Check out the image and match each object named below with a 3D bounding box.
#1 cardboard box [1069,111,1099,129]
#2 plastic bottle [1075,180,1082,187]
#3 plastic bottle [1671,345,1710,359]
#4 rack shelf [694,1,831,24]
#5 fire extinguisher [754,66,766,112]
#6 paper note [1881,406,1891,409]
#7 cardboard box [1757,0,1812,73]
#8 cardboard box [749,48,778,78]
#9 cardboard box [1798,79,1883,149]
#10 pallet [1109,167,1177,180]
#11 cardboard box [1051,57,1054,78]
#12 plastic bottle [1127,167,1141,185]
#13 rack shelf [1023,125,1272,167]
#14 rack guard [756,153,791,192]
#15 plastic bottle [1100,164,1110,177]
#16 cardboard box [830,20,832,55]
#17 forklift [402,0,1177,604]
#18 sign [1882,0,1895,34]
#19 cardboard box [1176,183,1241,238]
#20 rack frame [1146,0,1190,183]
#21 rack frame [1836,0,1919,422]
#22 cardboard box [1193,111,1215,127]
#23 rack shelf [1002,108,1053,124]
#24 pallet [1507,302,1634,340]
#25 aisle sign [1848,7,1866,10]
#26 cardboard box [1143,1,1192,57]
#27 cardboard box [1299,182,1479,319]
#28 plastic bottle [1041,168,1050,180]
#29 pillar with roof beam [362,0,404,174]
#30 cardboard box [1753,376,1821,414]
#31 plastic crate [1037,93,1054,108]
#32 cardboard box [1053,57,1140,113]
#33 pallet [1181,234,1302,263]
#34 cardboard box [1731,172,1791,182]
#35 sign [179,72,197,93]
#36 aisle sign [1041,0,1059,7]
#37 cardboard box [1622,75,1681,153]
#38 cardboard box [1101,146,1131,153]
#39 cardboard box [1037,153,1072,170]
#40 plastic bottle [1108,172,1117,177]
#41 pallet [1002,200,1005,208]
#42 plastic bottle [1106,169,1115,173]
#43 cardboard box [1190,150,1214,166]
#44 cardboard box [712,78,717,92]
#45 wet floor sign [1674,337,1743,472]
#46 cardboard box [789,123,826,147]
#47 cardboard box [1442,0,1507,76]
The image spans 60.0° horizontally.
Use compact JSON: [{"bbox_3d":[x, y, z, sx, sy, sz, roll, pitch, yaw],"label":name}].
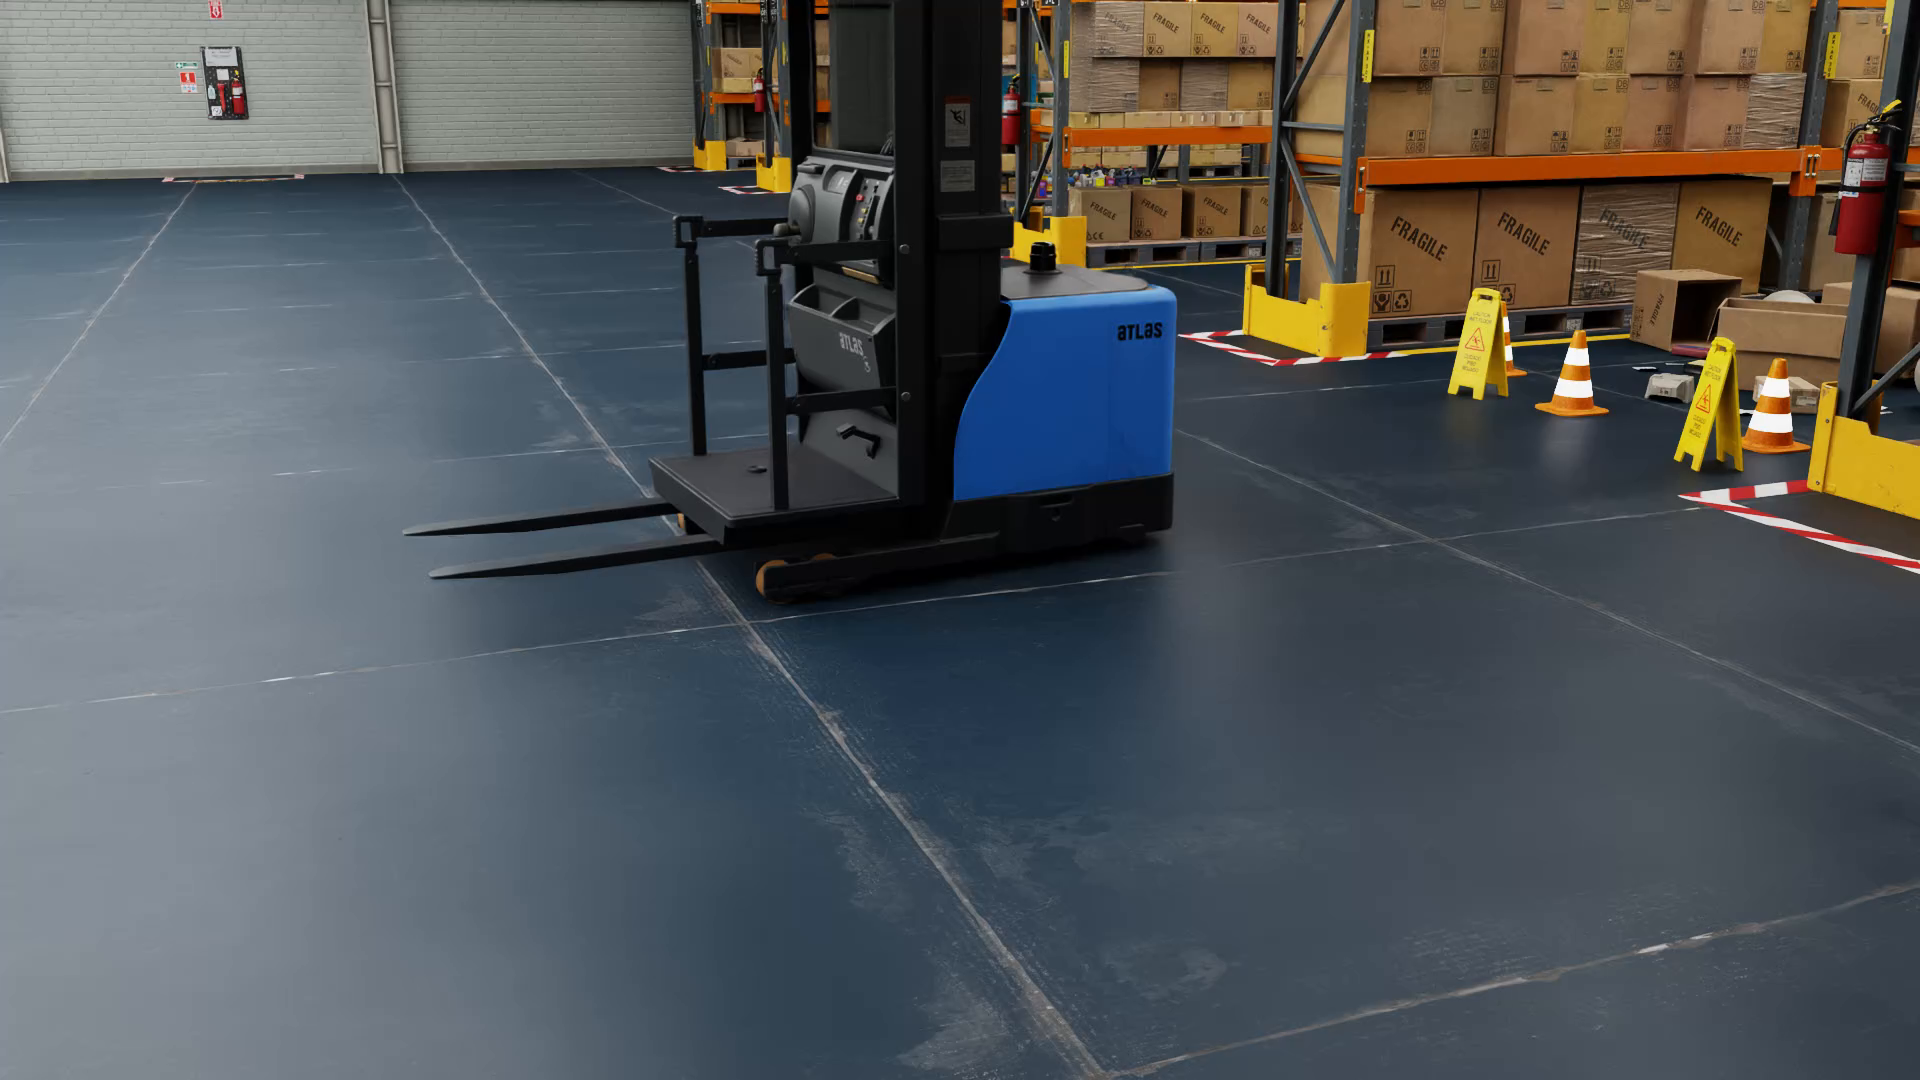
[{"bbox_3d":[1.136,-4.006,15.862,0.250,0.149,0.380,-6,17,-20],"label":"cardboard box"},{"bbox_3d":[1.515,-4.508,21.312,0.097,0.201,0.097,0,16,0],"label":"plastic bottle"},{"bbox_3d":[5.028,-1.283,11.358,0.133,0.061,0.283,-14,21,-39],"label":"plastic bottle"},{"bbox_3d":[-2.665,-9.366,29.622,4.000,0.370,1.077,-6,17,-20],"label":"rack shelf"},{"bbox_3d":[-3.033,-6.840,25.206,0.183,0.674,0.296,-6,17,-20],"label":"fire extinguisher"},{"bbox_3d":[5.348,-0.788,9.749,0.142,0.019,0.148,0,16,-1],"label":"paper note"},{"bbox_3d":[5.843,-3.811,12.568,0.550,0.550,0.875,-6,17,-20],"label":"cardboard box"},{"bbox_3d":[-3.514,-8.384,29.224,0.500,0.500,0.500,-6,17,-20],"label":"cardboard box"},{"bbox_3d":[6.787,-3.279,12.762,0.500,0.500,0.500,-6,17,-19],"label":"cardboard box"},{"bbox_3d":[2.793,-6.041,27.296,1.213,0.211,1.003,-6,17,-20],"label":"pallet"},{"bbox_3d":[1.990,-9.022,31.540,0.500,0.500,0.700,-8,18,-25],"label":"cardboard box"},{"bbox_3d":[2.249,-4.666,21.585,0.185,0.351,0.144,-7,18,-22],"label":"plastic bottle"},{"bbox_3d":[2.652,-4.017,16.730,4.000,0.370,1.077,-6,17,-20],"label":"rack shelf"},{"bbox_3d":[-2.779,-5.565,25.163,0.348,0.500,1.175,-6,17,-20],"label":"rack guard"},{"bbox_3d":[1.897,-4.797,22.030,0.185,0.351,0.144,-6,17,-20],"label":"plastic bottle"},{"bbox_3d":[-1.778,-7.541,24.975,0.500,0.500,0.700,-7,18,-22],"label":"cardboard box"},{"bbox_3d":[-0.652,-1.333,6.435,3.031,2.935,1.130,-8,18,-25],"label":"forklift"},{"bbox_3d":[4.151,-2.408,7.360,0.005,0.325,0.100,-6,17,-20],"label":"sign"},{"bbox_3d":[2.511,-3.349,16.869,0.500,0.500,0.500,-4,17,-15],"label":"cardboard box"},{"bbox_3d":[2.747,-5.867,21.753,0.127,3.000,1.000,-6,17,-20],"label":"rack frame"},{"bbox_3d":[4.330,-1.553,7.063,0.127,3.000,1.000,-6,17,-20],"label":"rack frame"},{"bbox_3d":[2.301,-4.134,16.297,0.250,0.149,0.380,-6,17,-20],"label":"cardboard box"},{"bbox_3d":[0.880,-5.320,21.168,4.000,0.370,1.077,-6,17,-20],"label":"rack shelf"},{"bbox_3d":[4.321,-1.730,12.617,1.213,0.211,1.003,-6,17,-20],"label":"pallet"},{"bbox_3d":[13.914,-8.410,25.798,0.004,0.787,0.394,-6,17,-20],"label":"aisle sign"},{"bbox_3d":[1.865,-4.863,15.856,0.500,0.500,0.500,-6,17,-20],"label":"cardboard box"},{"bbox_3d":[3.074,-2.113,11.996,0.875,0.875,0.875,-6,17,-20],"label":"cardboard box"},{"bbox_3d":[1.098,-4.754,21.885,0.185,0.351,0.144,-5,17,-18],"label":"plastic bottle"},{"bbox_3d":[-8.251,-9.509,23.509,0.400,9.000,9.100,-6,17,-20],"label":"pillar with roof beam"},{"bbox_3d":[4.831,-0.849,9.725,0.250,0.149,0.380,3,17,9],"label":"cardboard box"},{"bbox_3d":[1.379,-5.703,21.570,0.662,0.188,0.450,-6,17,-20],"label":"plastic crate"},{"bbox_3d":[1.308,-4.399,16.051,0.500,0.500,0.875,-6,17,-20],"label":"cardboard box"},{"bbox_3d":[2.764,-3.025,17.024,1.213,0.211,1.003,-6,17,-20],"label":"pallet"},{"bbox_3d":[8.907,-4.213,19.147,0.875,0.875,1.225,-7,18,-23],"label":"cardboard box"},{"bbox_3d":[-12.666,-7.513,27.295,0.234,0.329,0.001,-6,17,-20],"label":"sign"},{"bbox_3d":[0.834,-5.323,15.286,0.004,0.787,0.394,-6,17,-20],"label":"aisle sign"},{"bbox_3d":[4.808,-3.195,12.390,0.550,0.550,0.875,-6,17,-20],"label":"cardboard box"},{"bbox_3d":[2.406,-6.400,26.706,0.500,0.311,0.500,-7,18,-22],"label":"cardboard box"},{"bbox_3d":[1.444,-6.028,26.437,0.500,0.250,0.500,-7,18,-21],"label":"cardboard box"},{"bbox_3d":[1.993,-4.647,21.654,0.135,0.276,0.152,-6,17,-20],"label":"plastic bottle"},{"bbox_3d":[-0.173,-4.226,21.115,1.213,0.211,1.003,-6,17,-20],"label":"pallet"},{"bbox_3d":[2.001,-4.815,22.223,0.135,0.276,0.152,-5,17,-18],"label":"plastic bottle"},{"bbox_3d":[3.829,-6.286,27.315,0.500,0.250,0.500,-6,18,-21],"label":"cardboard box"},{"bbox_3d":[-4.166,-8.106,29.609,0.500,0.250,0.500,-6,17,-19],"label":"cardboard box"},{"bbox_3d":[3.770,-0.686,8.289,0.232,0.644,0.267,0,16,-1],"label":"wet floor sign"},{"bbox_3d":[-2.363,-6.142,25.493,0.500,0.500,0.500,-6,17,-20],"label":"cardboard box"},{"bbox_3d":[3.306,-3.542,11.655,0.550,0.550,0.875,-6,17,-20],"label":"cardboard box"}]
